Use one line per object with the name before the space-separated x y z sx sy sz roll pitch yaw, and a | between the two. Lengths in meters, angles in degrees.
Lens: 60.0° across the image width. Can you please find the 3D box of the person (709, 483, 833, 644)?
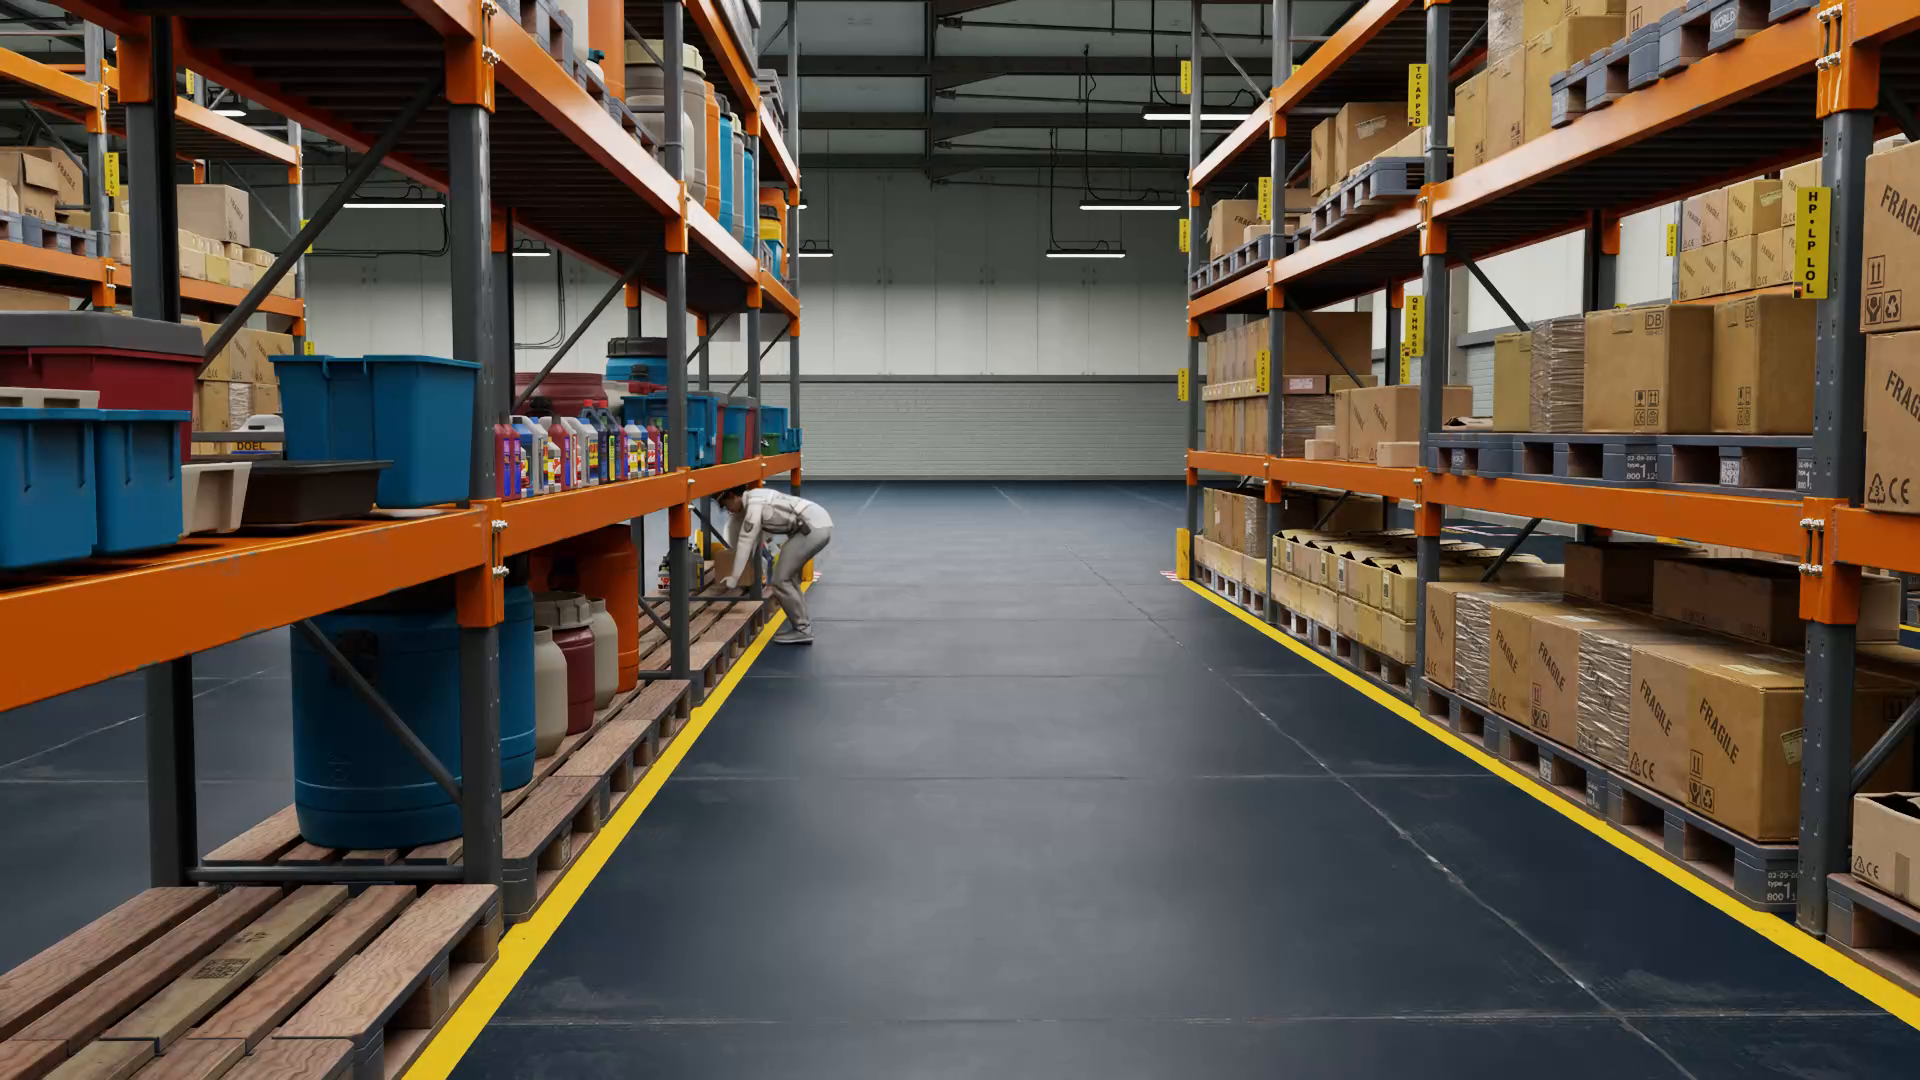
person | -1.364 0.128 11.967 0.901 1.213 0.426 0 4 5
